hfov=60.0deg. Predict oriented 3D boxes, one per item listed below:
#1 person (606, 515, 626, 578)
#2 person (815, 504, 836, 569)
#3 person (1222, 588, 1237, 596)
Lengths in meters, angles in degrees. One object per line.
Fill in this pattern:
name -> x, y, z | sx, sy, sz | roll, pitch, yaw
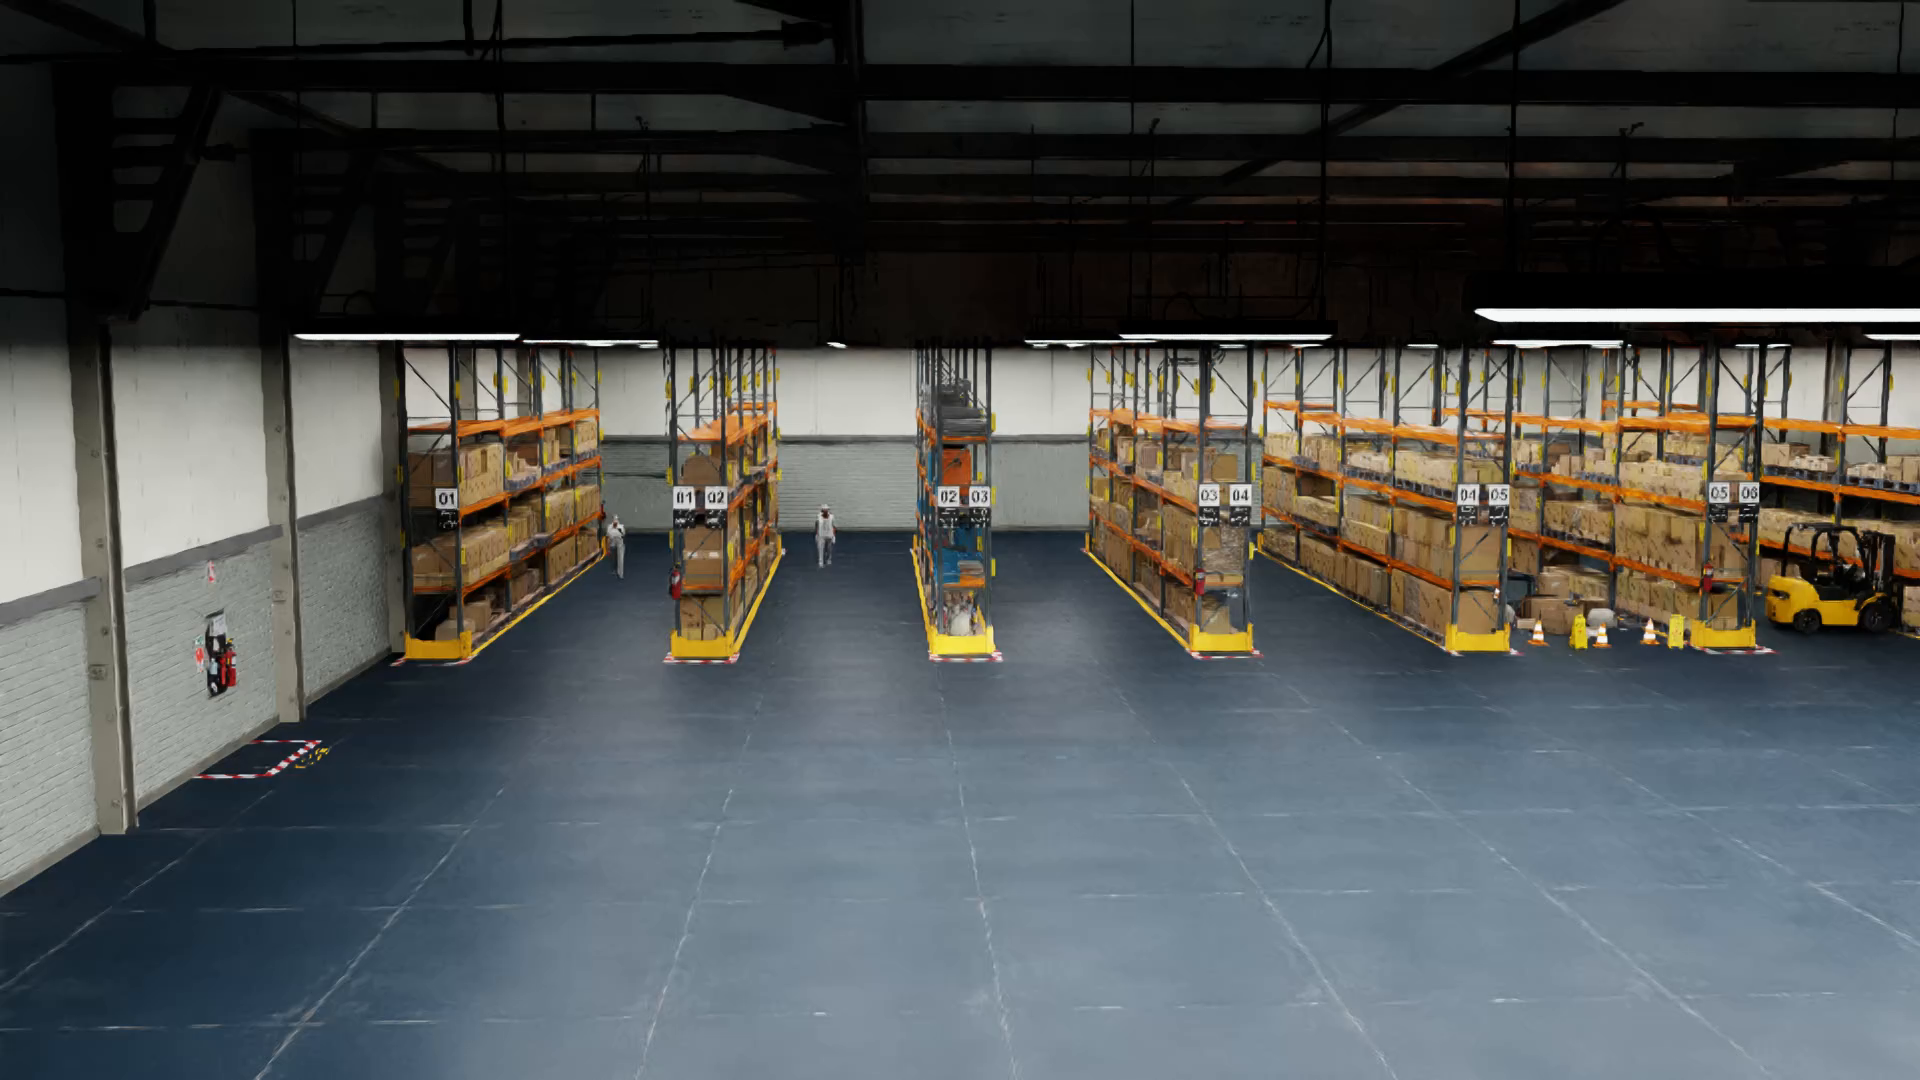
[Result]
person -> -8.716, 0.139, 42.132 | 0.496, 1.580, 1.080 | -1, 7, -5
person -> -3.537, -0.114, 43.828 | 0.563, 1.707, 1.127 | -1, 7, -5
person -> 6.311, 0.500, 38.927 | 0.406, 1.600, 0.468 | -4, 8, -34
